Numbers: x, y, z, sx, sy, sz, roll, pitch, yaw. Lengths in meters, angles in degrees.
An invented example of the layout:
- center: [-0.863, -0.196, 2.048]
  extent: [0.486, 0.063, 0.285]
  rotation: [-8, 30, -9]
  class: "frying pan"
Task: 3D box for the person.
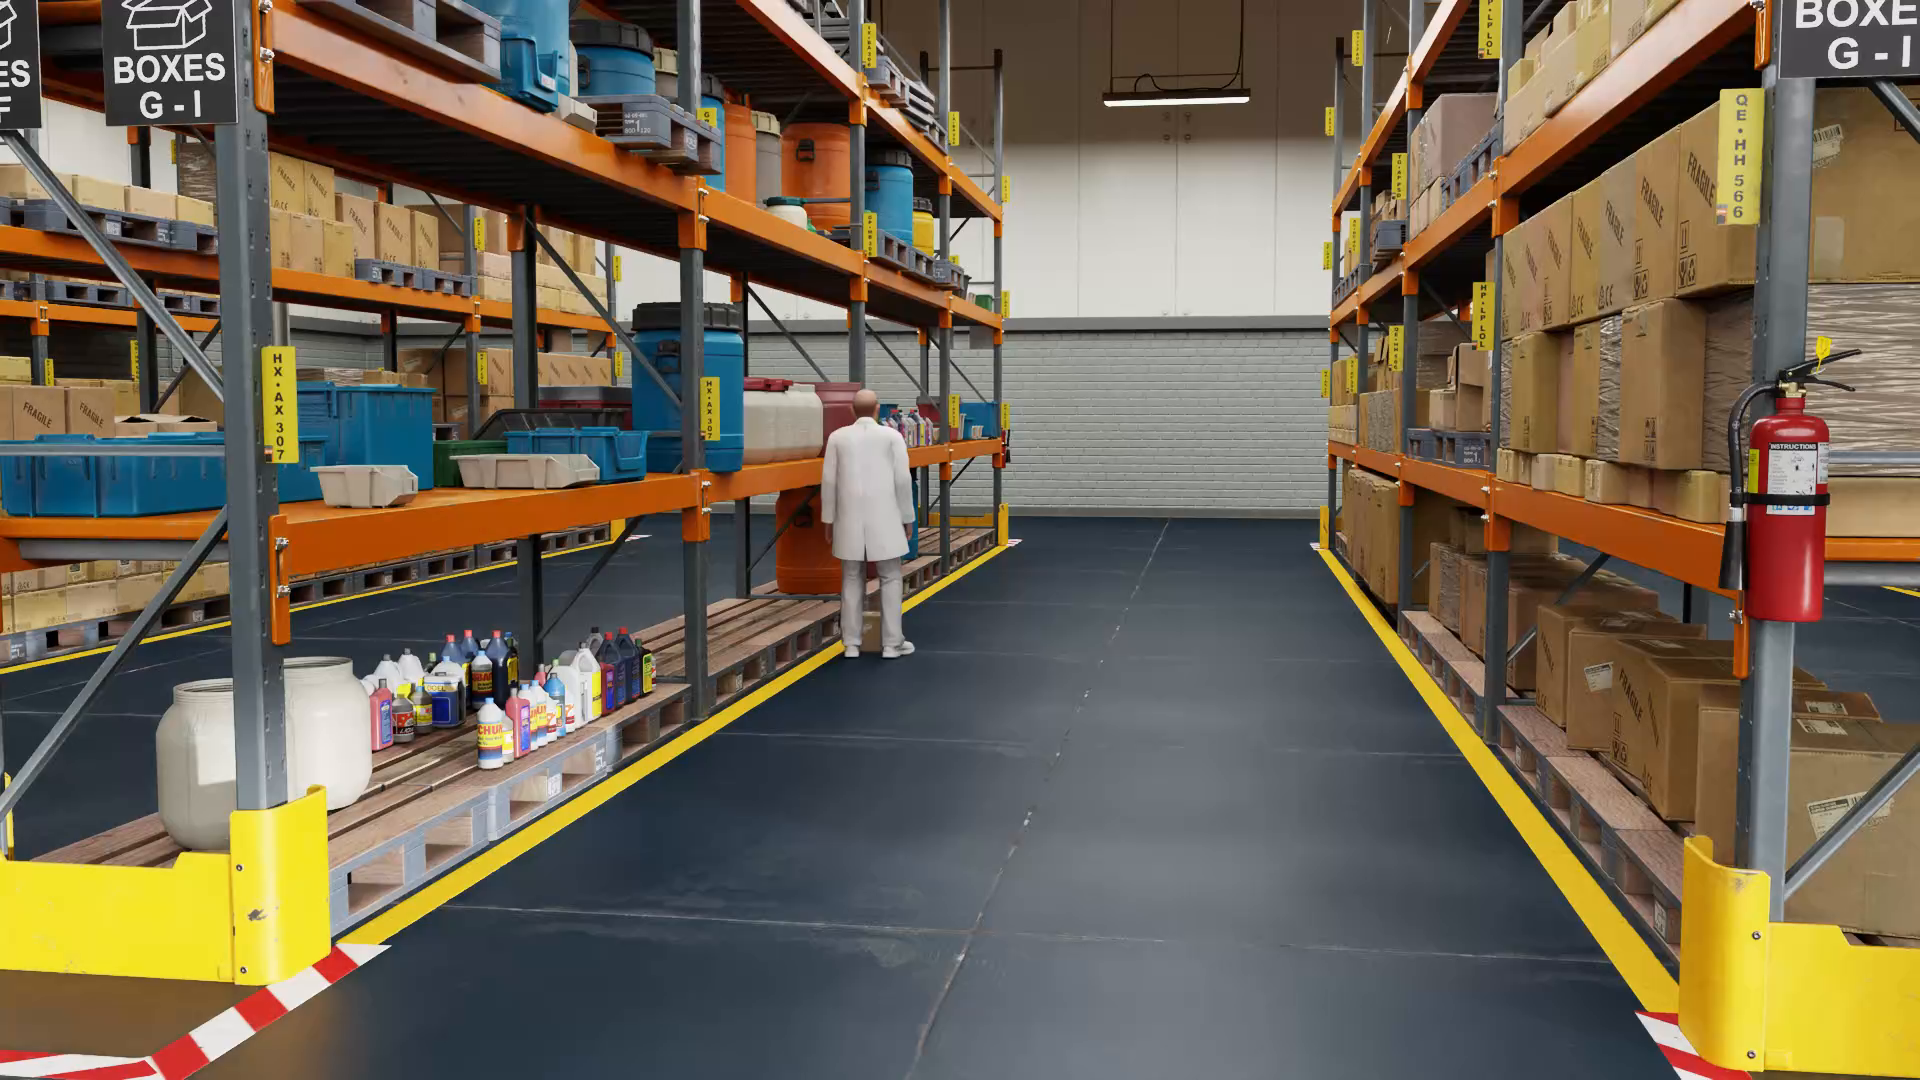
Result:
- center: [-0.611, -0.111, 11.053]
  extent: [0.637, 1.773, 0.428]
  rotation: [0, 4, 6]
  class: "person"
